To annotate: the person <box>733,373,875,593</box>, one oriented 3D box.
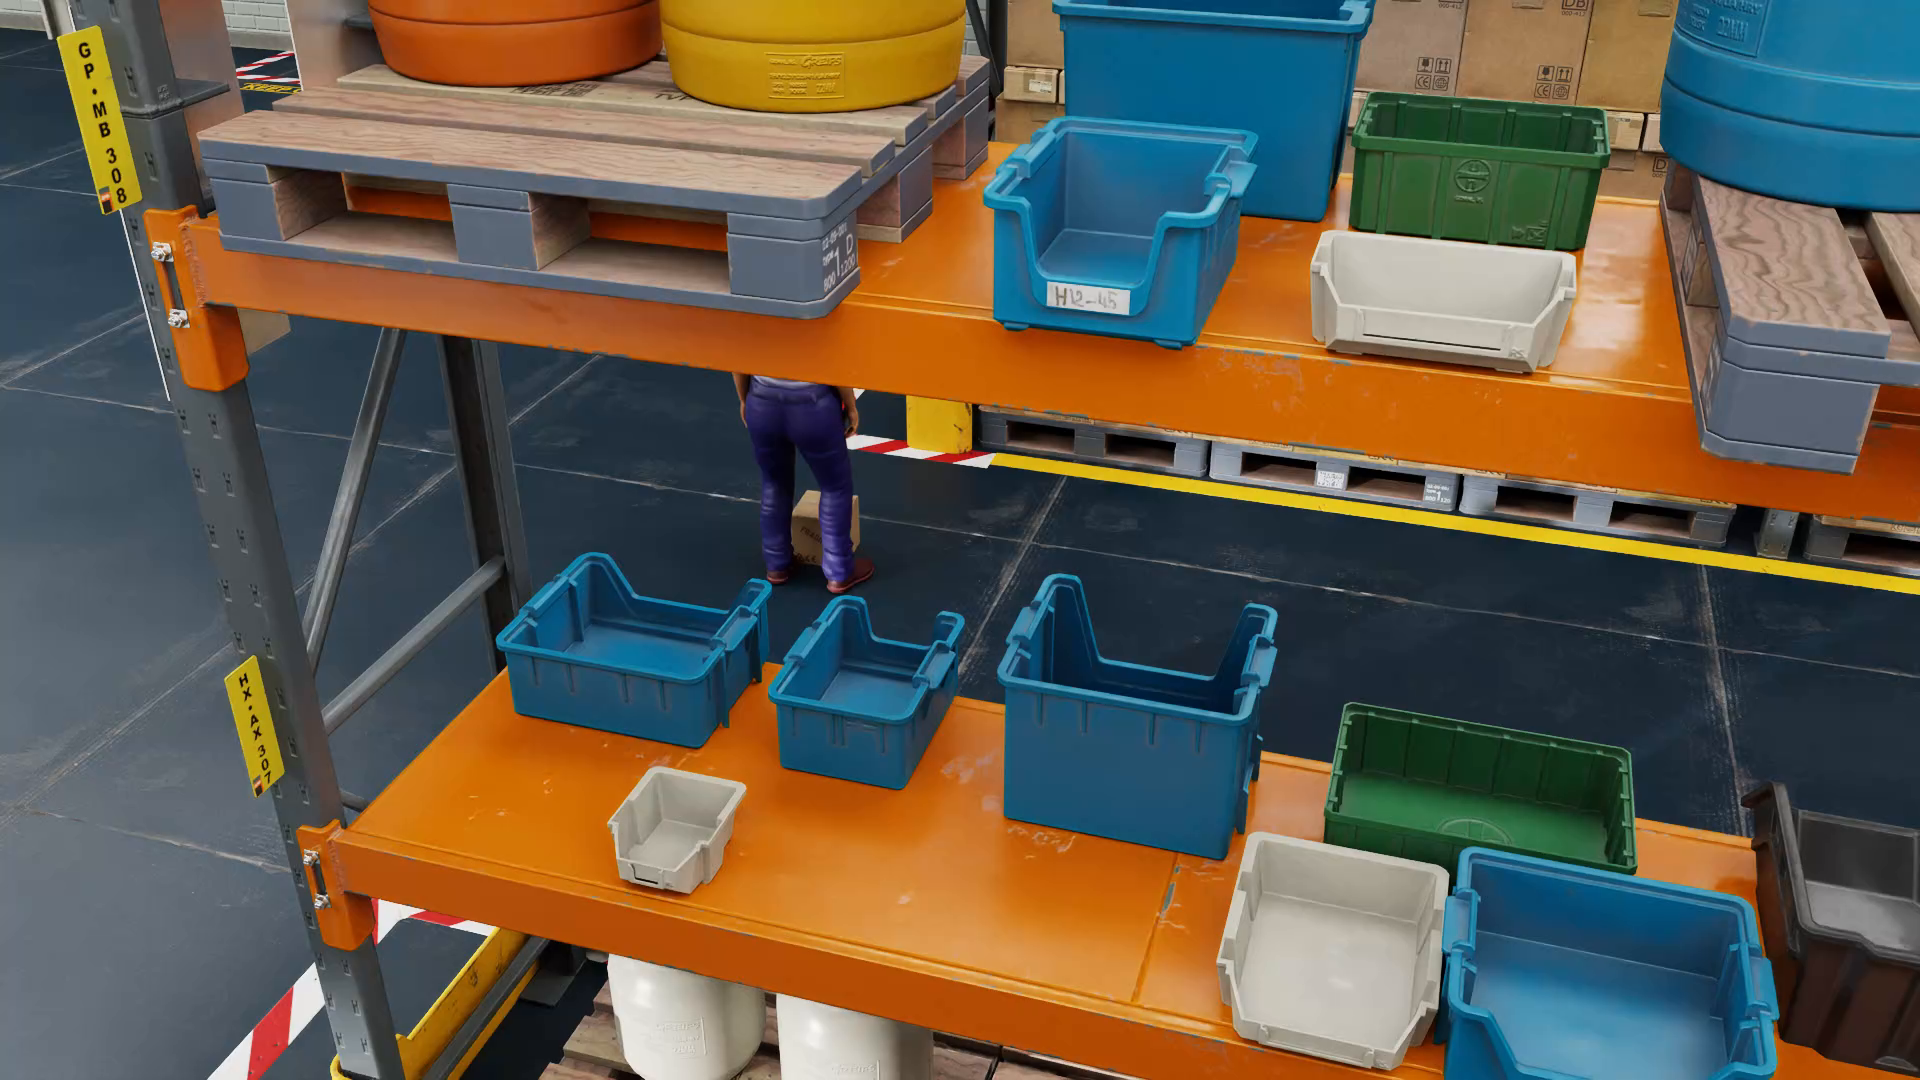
[{"bbox_3d":[-0.688,-0.551,7.112,0.563,1.653,0.370,7,30,12],"label":"person"}]
